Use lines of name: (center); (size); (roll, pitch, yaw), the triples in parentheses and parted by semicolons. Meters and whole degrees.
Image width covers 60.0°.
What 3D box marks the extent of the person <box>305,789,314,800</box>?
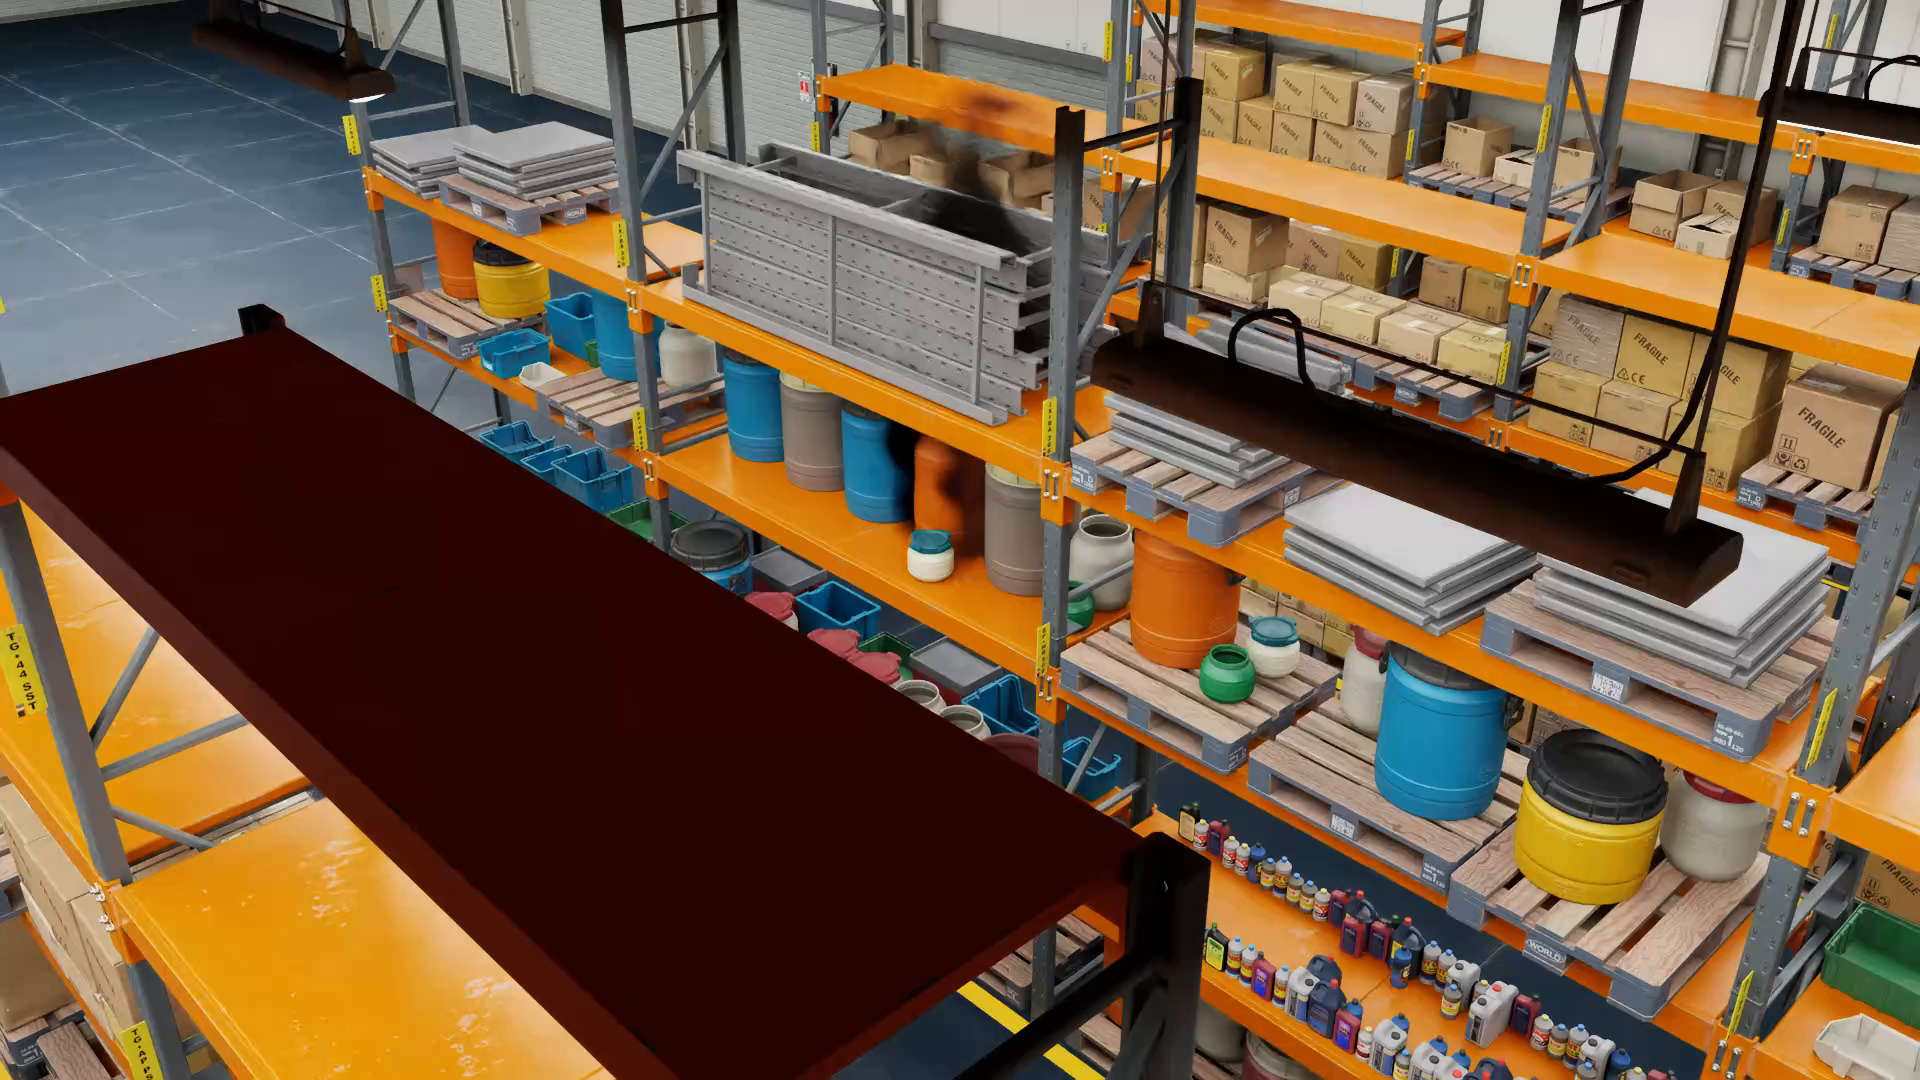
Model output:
person: (-4.649, 1.590, 11.652); (0.640, 1.669, 0.608); (-24, 37, -37)
